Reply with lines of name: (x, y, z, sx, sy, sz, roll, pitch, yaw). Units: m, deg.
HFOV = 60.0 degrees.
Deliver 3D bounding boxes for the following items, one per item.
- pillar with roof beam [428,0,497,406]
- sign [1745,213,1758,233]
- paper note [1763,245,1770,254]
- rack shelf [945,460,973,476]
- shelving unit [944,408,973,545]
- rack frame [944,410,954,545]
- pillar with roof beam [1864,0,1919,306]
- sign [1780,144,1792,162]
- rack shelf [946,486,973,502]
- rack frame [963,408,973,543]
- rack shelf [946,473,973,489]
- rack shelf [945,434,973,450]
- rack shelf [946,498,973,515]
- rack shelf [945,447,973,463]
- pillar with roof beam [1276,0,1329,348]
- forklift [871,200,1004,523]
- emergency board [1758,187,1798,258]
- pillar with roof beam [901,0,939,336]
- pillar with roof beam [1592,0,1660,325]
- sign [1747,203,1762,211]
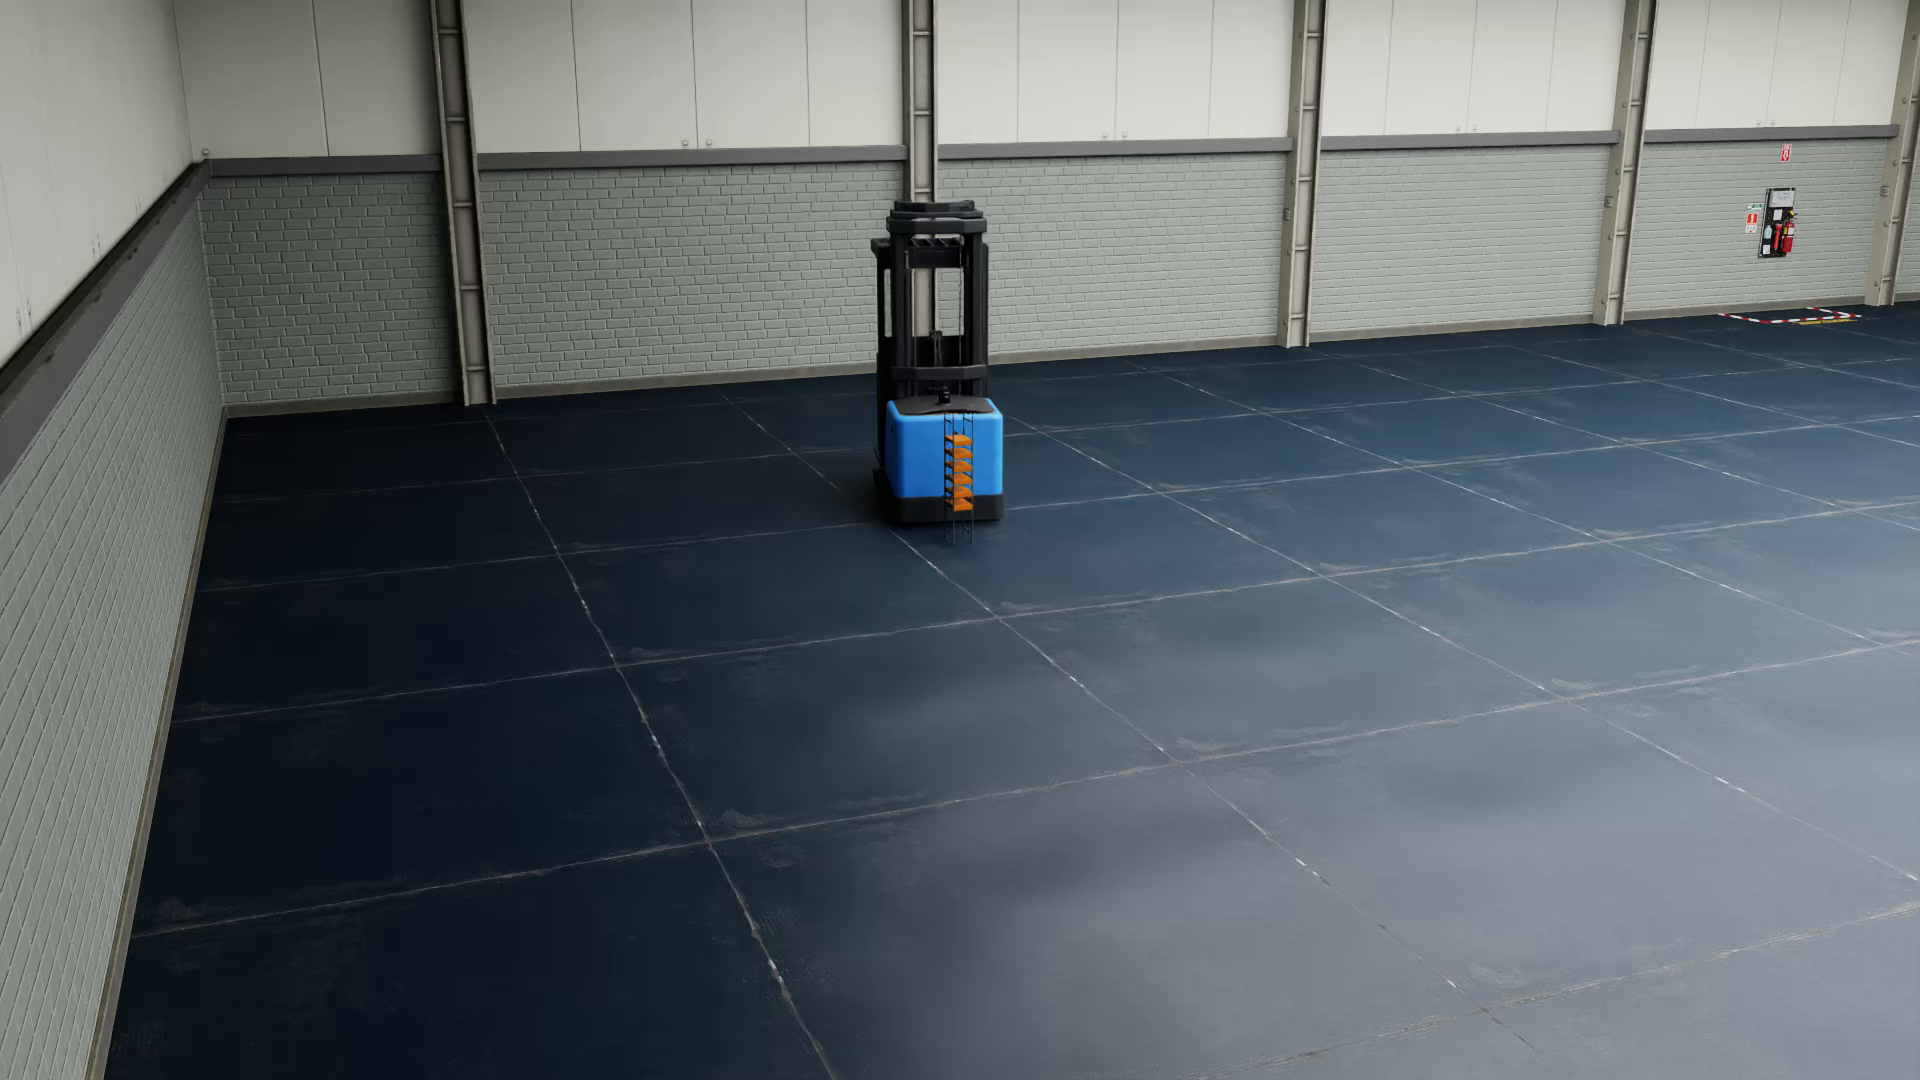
pillar with roof beam: (-4.598, -4.943, 16.111, 0.400, 9.000, 9.100, -6, 17, -20)
sign: (13.398, -5.366, 28.137, 0.234, 0.329, 0.001, -6, 17, -20)
paper note: (13.761, -4.955, 28.364, 0.142, 0.148, 0.016, -6, 17, -20)
rack shelf: (-0.014, -0.647, 15.055, 0.180, 0.103, 0.258, -6, 17, -20)
shelving unit: (-0.014, -0.574, 15.076, 0.189, 1.200, 0.258, -6, 17, -20)
rack frame: (-0.099, -0.565, 15.045, 0.006, 1.200, 0.240, -6, 17, -20)
pillar with roof beam: (17.813, -7.363, 24.351, 0.400, 9.000, 9.100, -6, 17, -20)
sign: (13.908, -6.515, 27.999, 0.199, 0.298, 0.001, -6, 17, -20)
rack shelf: (-0.014, -0.416, 15.122, 0.180, 0.103, 0.258, -6, 17, -20)
rack frame: (0.072, -0.583, 15.107, 0.006, 1.200, 0.240, -6, 17, -20)
rack shelf: (-0.014, -0.532, 15.088, 0.180, 0.103, 0.258, -6, 17, -20)
rack shelf: (-0.014, -0.877, 14.987, 0.180, 0.103, 0.258, -6, 17, -20)
rack shelf: (-0.014, -0.301, 15.156, 0.180, 0.103, 0.258, -6, 17, -20)
rack shelf: (-0.014, -0.762, 15.021, 0.180, 0.103, 0.258, -6, 17, -20)
pillar with roof beam: (6.607, -6.153, 20.231, 0.400, 9.000, 9.100, -6, 17, -20)
forklift: (-0.300, -1.937, 16.643, 1.130, 2.935, 3.031, -2, 17, -8)
emergency board: (13.951, -5.378, 28.239, 0.643, 1.169, 0.194, -6, 17, -20)
pillar with roof beam: (1.004, -5.548, 18.171, 0.400, 9.000, 9.100, -6, 17, -20)
pillar with roof beam: (12.210, -6.758, 22.291, 0.400, 9.000, 9.100, -6, 17, -20)
sign: (13.405, -5.619, 28.055, 0.331, 0.109, 0.001, -6, 17, -20)
